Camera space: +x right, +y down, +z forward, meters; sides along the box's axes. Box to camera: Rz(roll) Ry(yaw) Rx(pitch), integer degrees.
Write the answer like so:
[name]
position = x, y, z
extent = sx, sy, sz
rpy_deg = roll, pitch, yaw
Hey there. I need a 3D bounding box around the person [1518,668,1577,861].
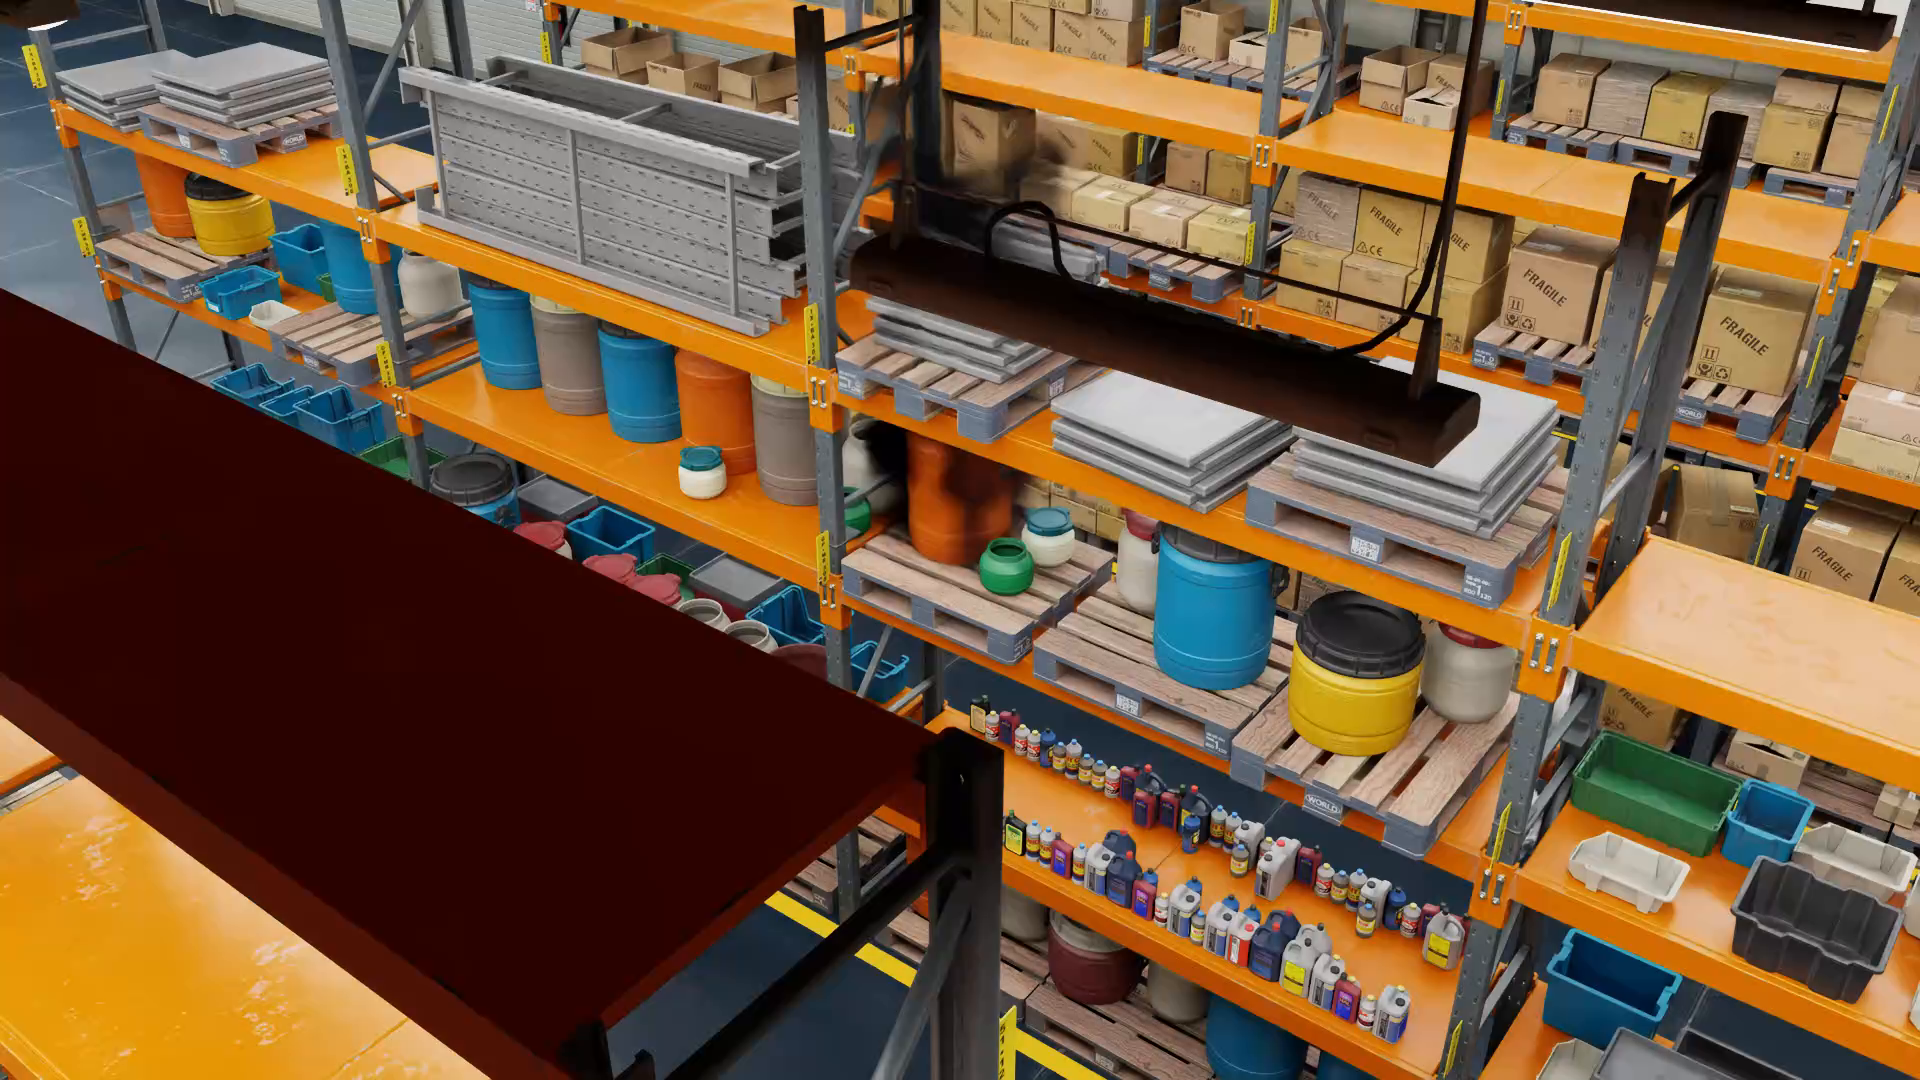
[person]
position = 3.762, 1.356, 11.053
extent = 0.609, 1.775, 0.683
rpy_deg = 18, 36, 27
